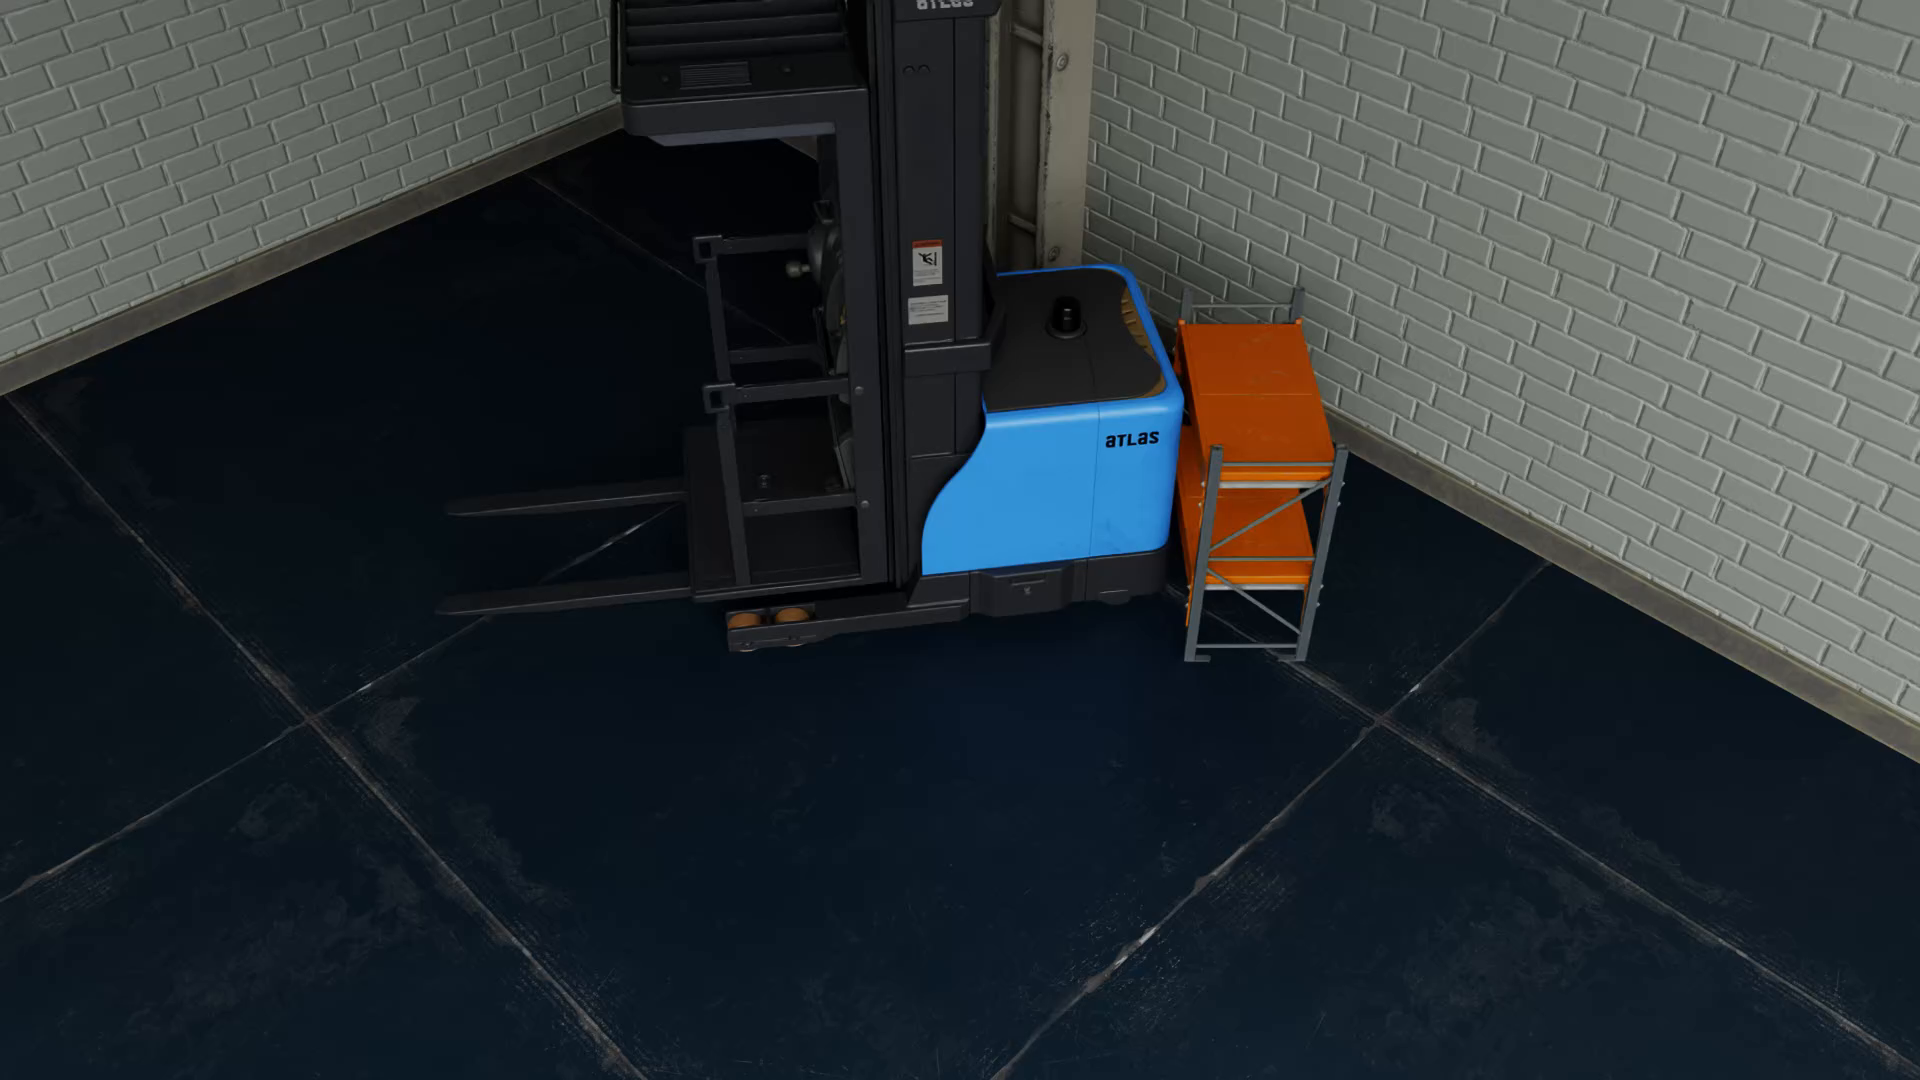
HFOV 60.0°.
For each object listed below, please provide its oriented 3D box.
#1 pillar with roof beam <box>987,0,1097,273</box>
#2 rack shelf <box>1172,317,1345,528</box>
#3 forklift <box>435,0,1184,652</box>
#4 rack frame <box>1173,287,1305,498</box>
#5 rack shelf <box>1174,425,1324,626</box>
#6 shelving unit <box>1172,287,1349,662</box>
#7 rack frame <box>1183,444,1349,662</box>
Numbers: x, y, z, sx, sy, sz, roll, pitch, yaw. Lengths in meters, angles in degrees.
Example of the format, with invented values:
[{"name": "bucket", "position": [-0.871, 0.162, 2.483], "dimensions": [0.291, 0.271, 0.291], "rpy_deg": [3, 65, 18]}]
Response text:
[{"name": "pillar with roof beam", "position": [-2.667, -2.531, 3.476], "dimensions": [9.100, 9.000, 0.400], "rpy_deg": [-34, 53, -31]}, {"name": "rack shelf", "position": [1.166, -0.485, 6.632], "dimensions": [0.538, 0.278, 1.000], "rpy_deg": [0, 43, 0]}, {"name": "forklift", "position": [-0.679, -1.001, 6.291], "dimensions": [3.031, 2.935, 1.130], "rpy_deg": [-6, 43, -6]}, {"name": "rack frame", "position": [1.162, -0.616, 7.204], "dimensions": [0.500, 1.125, 0.032], "rpy_deg": [0, 43, 0]}, {"name": "rack shelf", "position": [1.166, -0.091, 6.997], "dimensions": [0.538, 0.278, 1.000], "rpy_deg": [0, 43, 0]}, {"name": "shelving unit", "position": [1.166, -0.271, 6.831], "dimensions": [0.538, 1.125, 1.048], "rpy_deg": [0, 43, 0]}, {"name": "rack frame", "position": [1.169, 0.075, 6.457], "dimensions": [0.500, 1.125, 0.032], "rpy_deg": [0, 43, 0]}]
